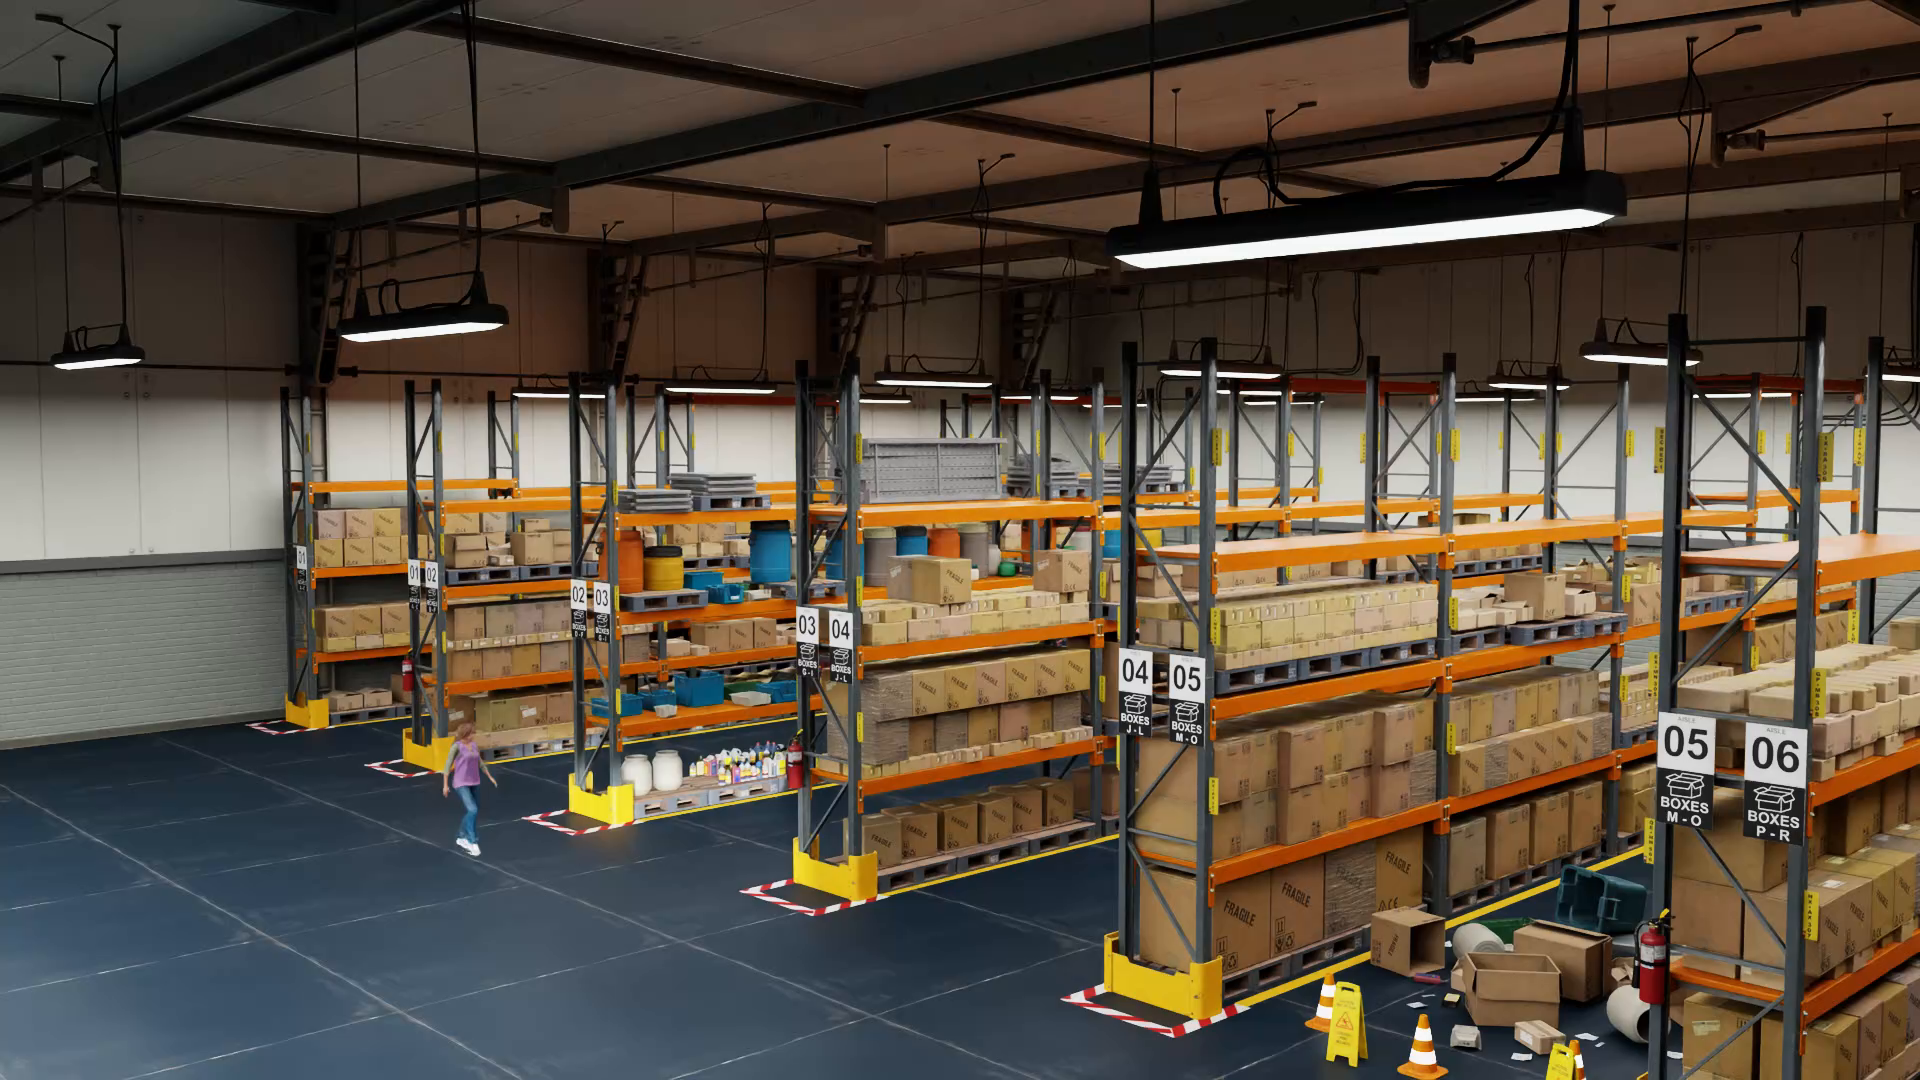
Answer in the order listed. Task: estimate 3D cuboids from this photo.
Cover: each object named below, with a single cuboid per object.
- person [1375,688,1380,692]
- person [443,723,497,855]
[{"bbox_3d":[5.683,2.837,23.022,0.562,1.723,0.585,-3,4,-35],"label":"person"},{"bbox_3d":[-6.079,3.073,20.654,0.573,1.601,0.515,2,4,28],"label":"person"}]
